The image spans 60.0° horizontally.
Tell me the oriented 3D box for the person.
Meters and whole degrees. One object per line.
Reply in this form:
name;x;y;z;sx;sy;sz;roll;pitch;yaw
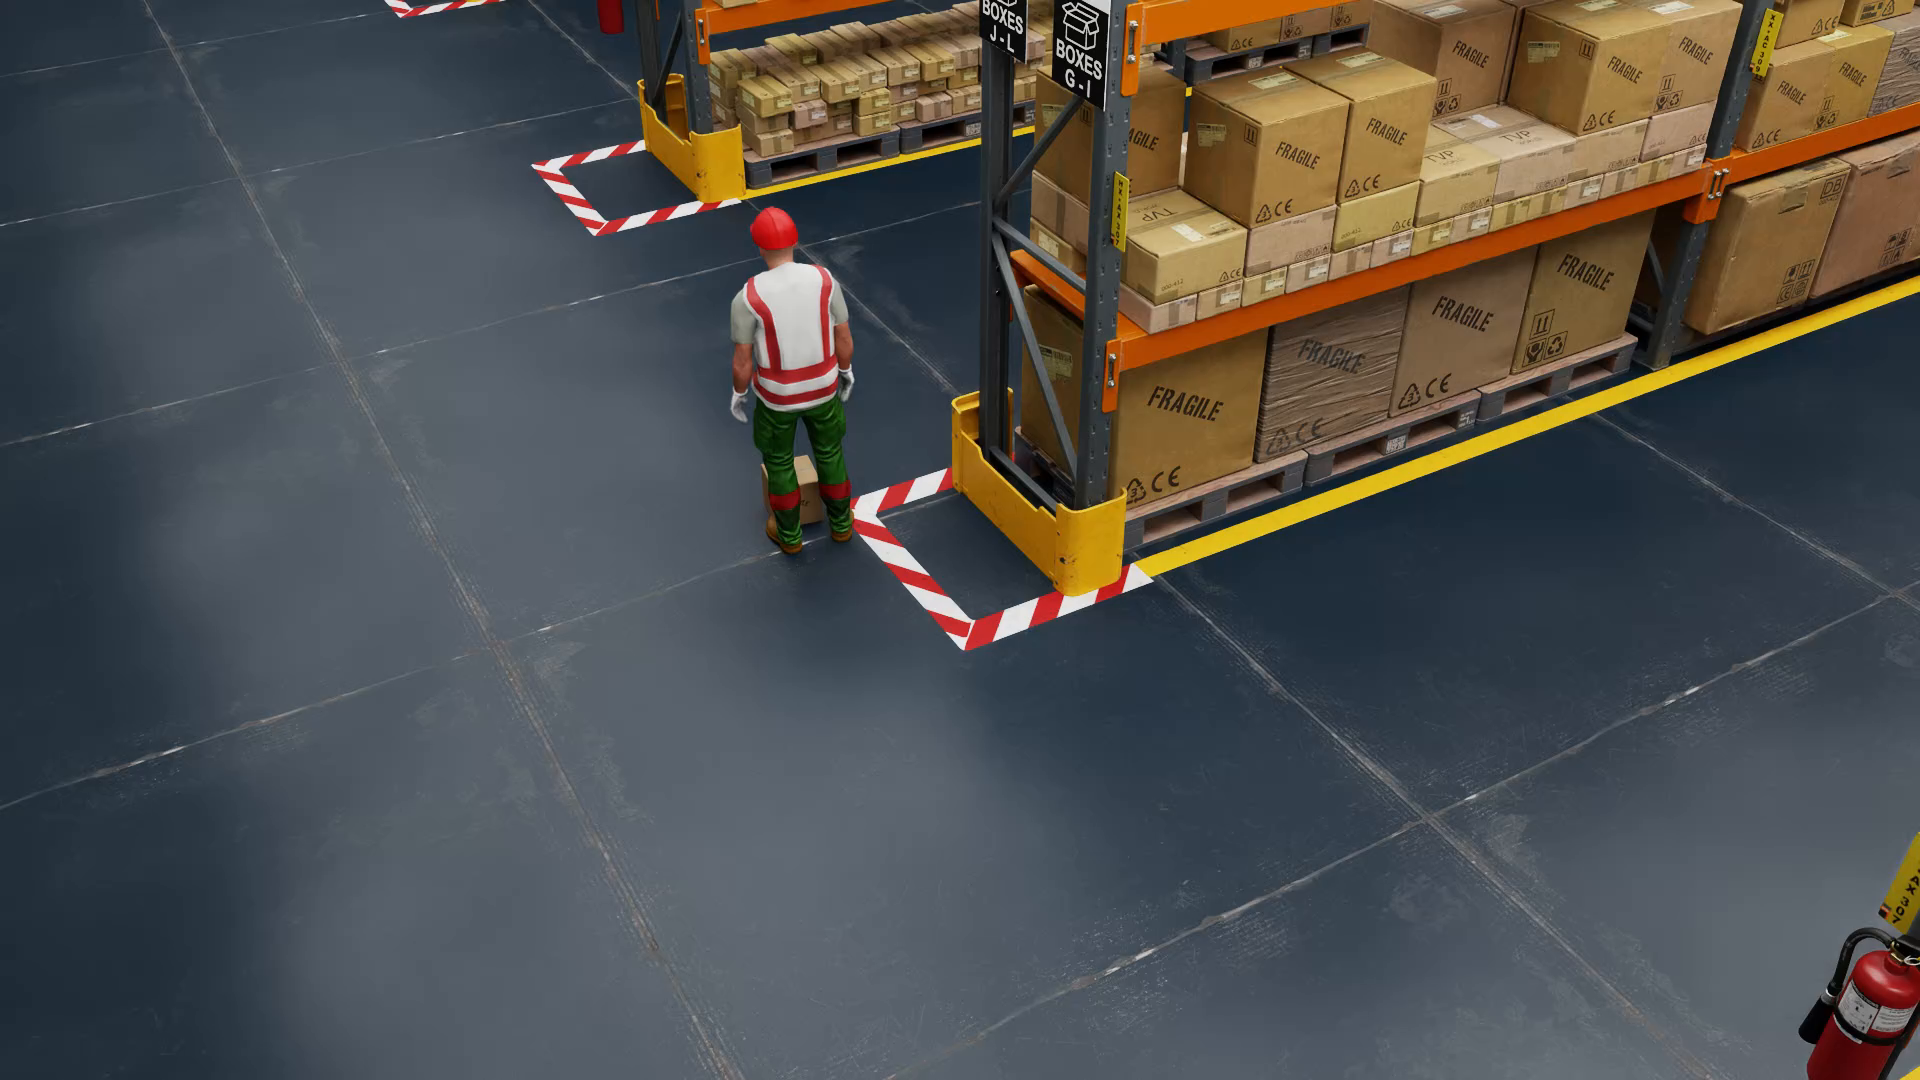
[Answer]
person;-0.792;-0.731;7.903;0.621;1.781;0.445;-13;38;-17
